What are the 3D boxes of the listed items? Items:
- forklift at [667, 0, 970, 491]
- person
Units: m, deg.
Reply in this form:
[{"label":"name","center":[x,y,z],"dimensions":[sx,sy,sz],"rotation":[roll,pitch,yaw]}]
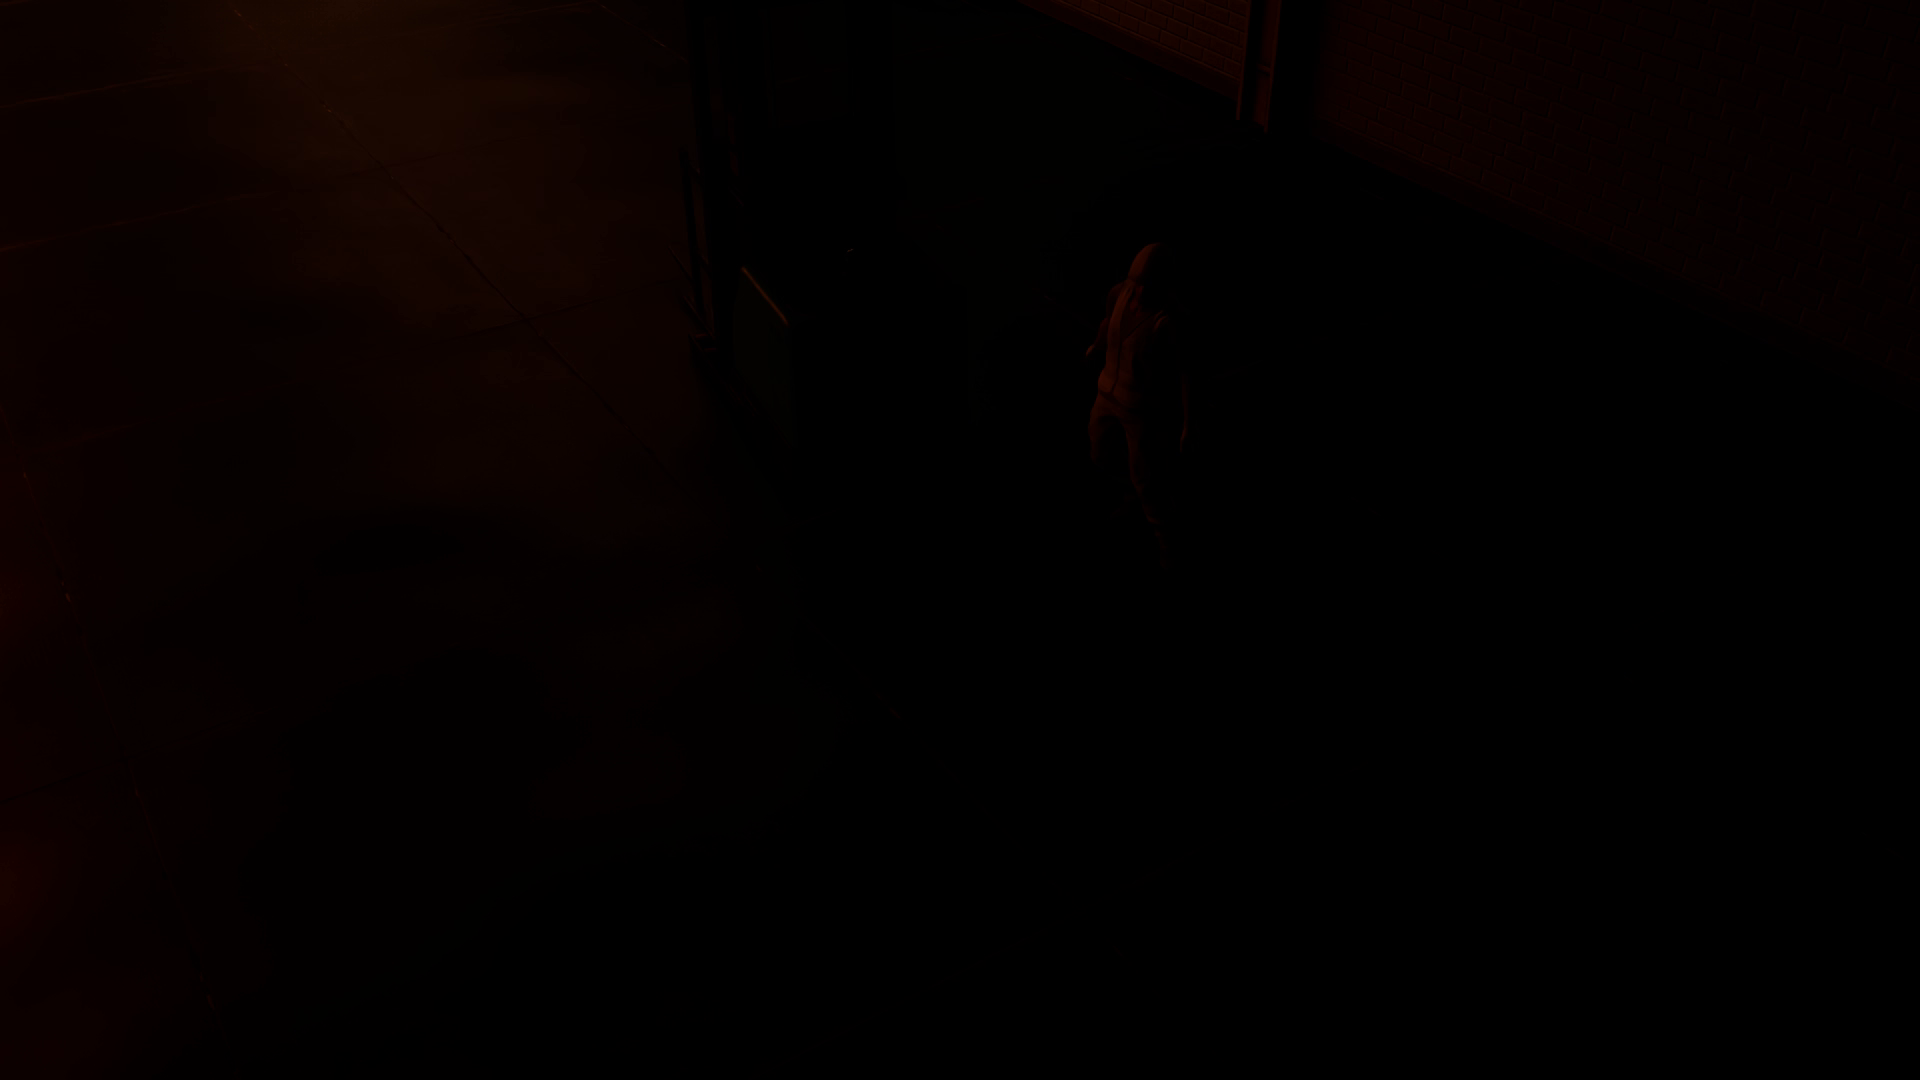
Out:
[{"label":"forklift","center":[-1.021,-2.300,9.422],"dimensions":[1.130,2.935,3.031],"rotation":[-15,38,-20]},{"label":"person","center":[0.906,-0.743,8.296],"dimensions":[0.503,1.734,0.894],"rotation":[-21,40,-28]}]
